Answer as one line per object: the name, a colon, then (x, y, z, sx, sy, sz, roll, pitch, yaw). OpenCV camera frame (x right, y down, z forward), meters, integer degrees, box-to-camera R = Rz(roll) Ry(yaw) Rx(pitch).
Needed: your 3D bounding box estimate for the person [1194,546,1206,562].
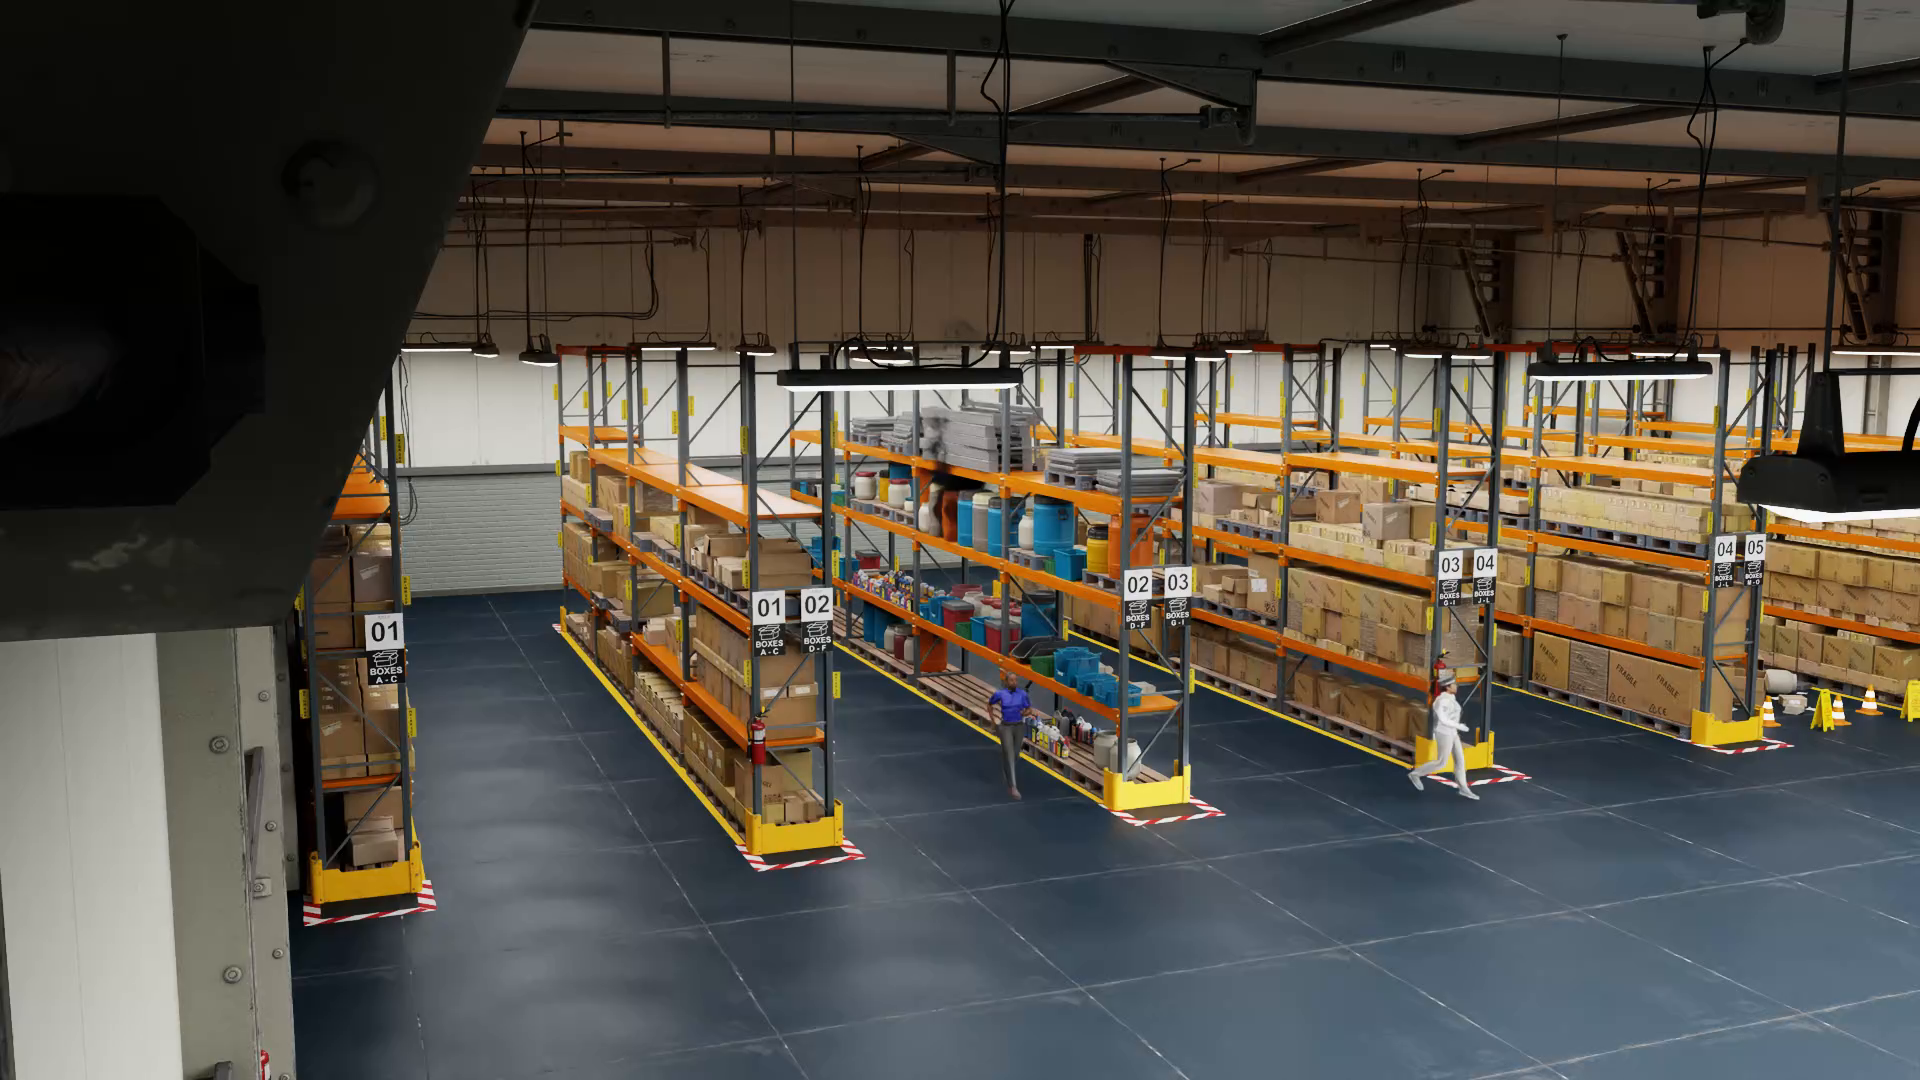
person: (6.119, 0.203, 41.957, 0.575, 1.613, 0.648, -5, 9, -37)

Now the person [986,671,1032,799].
person: (0.697, 2.616, 22.717, 0.572, 1.646, 0.926, -2, 8, -18)

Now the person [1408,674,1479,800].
person: (6.581, 2.641, 22.507, 0.944, 1.692, 0.651, 3, 8, 24)
